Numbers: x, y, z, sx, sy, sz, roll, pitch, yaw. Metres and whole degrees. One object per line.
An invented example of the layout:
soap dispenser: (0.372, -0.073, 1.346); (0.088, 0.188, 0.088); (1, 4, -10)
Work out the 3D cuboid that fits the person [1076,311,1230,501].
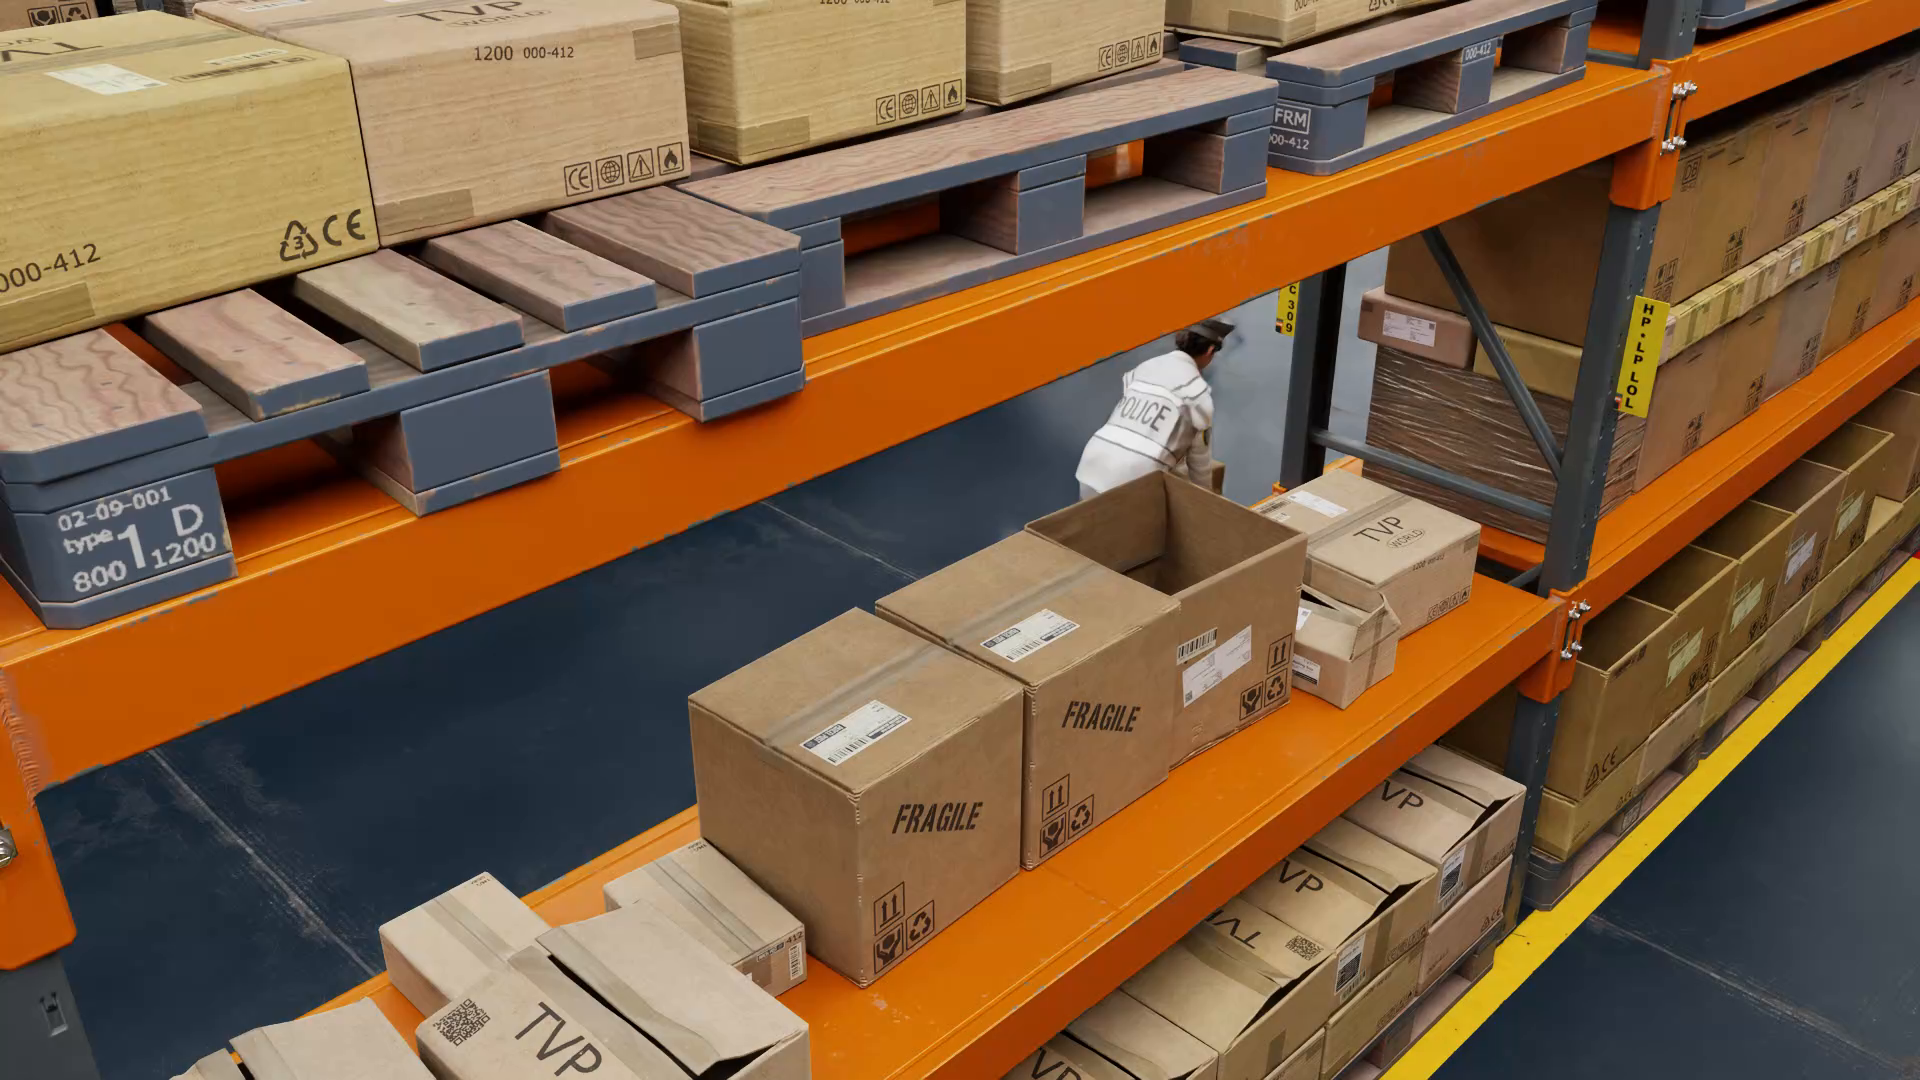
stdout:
person: (0.763, -0.193, 6.635); (0.408, 1.531, 0.685); (25, 37, 39)
